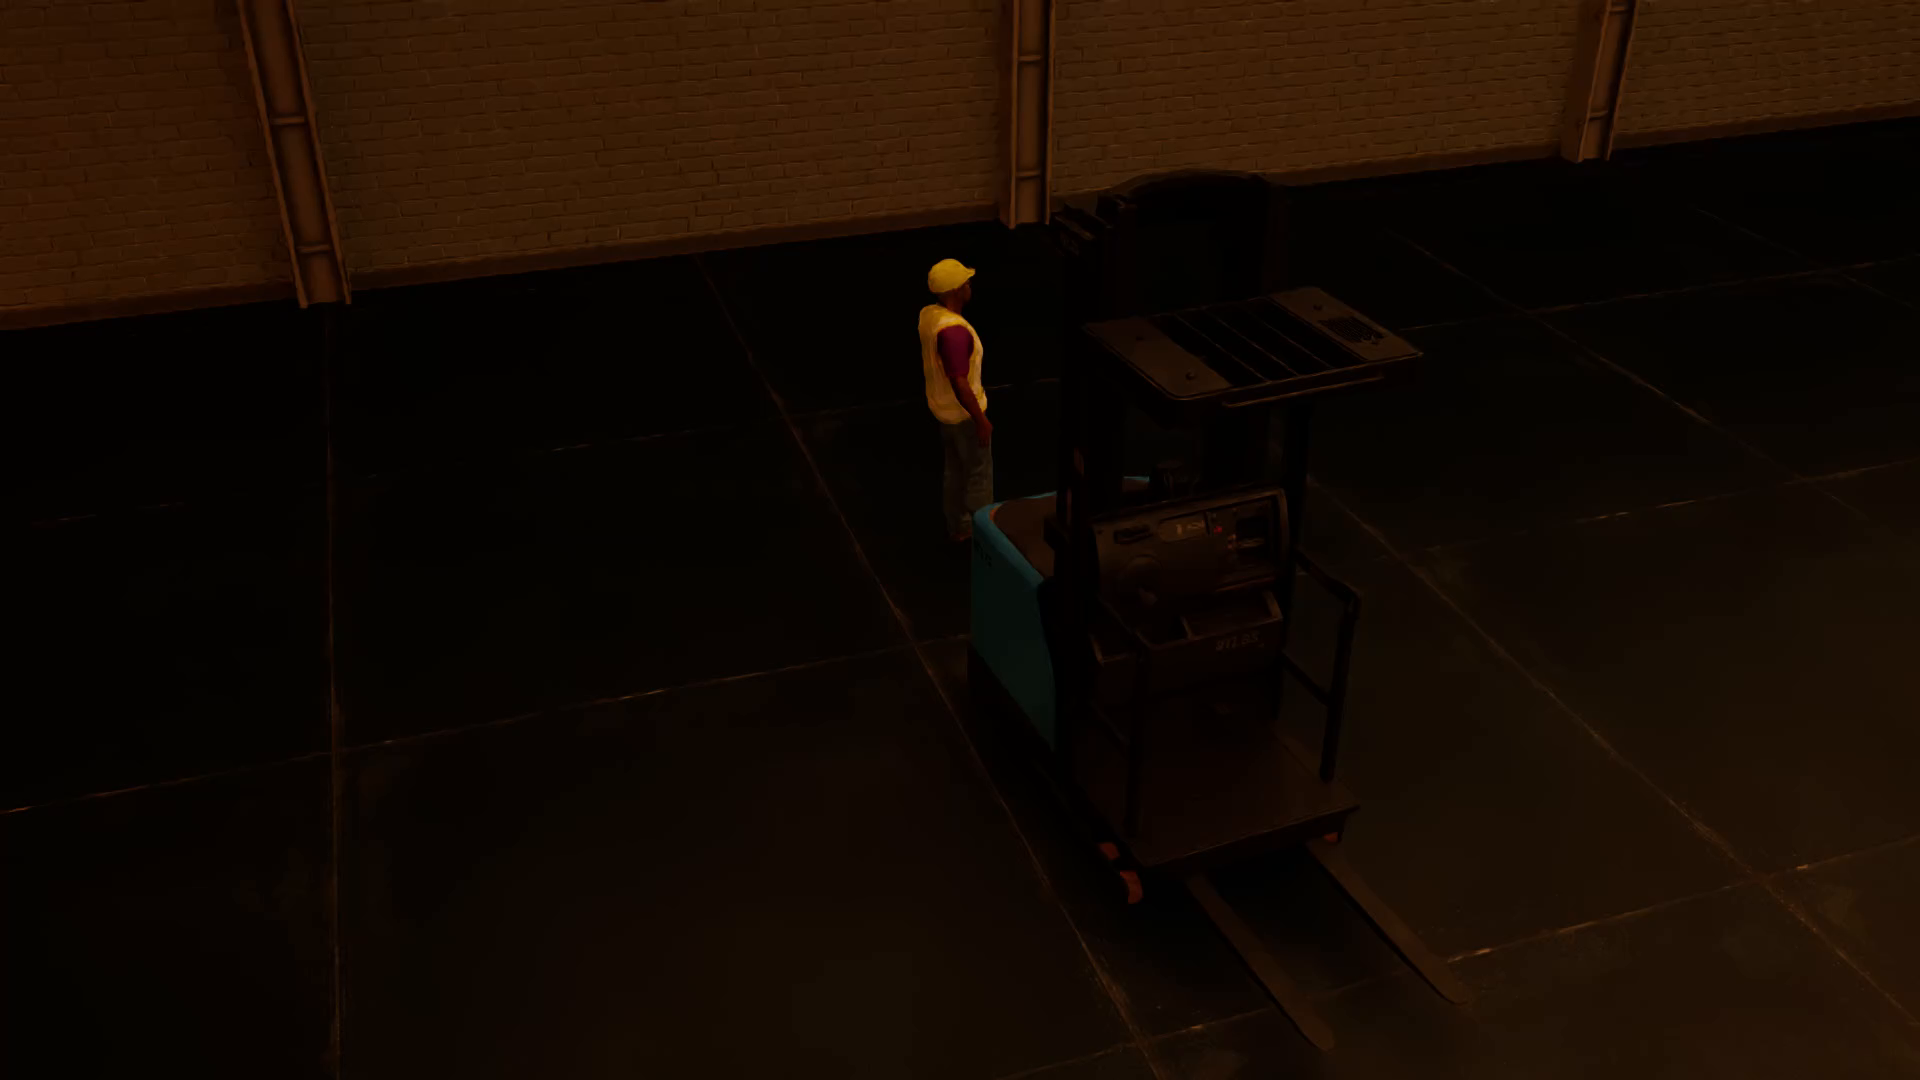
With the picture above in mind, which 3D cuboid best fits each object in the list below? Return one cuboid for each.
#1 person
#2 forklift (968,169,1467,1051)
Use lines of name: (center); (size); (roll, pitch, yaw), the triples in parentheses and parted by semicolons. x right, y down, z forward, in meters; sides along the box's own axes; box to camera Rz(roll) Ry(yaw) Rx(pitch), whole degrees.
person: (0.068, -0.780, 9.597); (0.576, 1.766, 0.665); (-10, 31, -16)
forklift: (1.081, 0.082, 6.945); (1.130, 2.935, 3.031); (-12, 32, -20)
